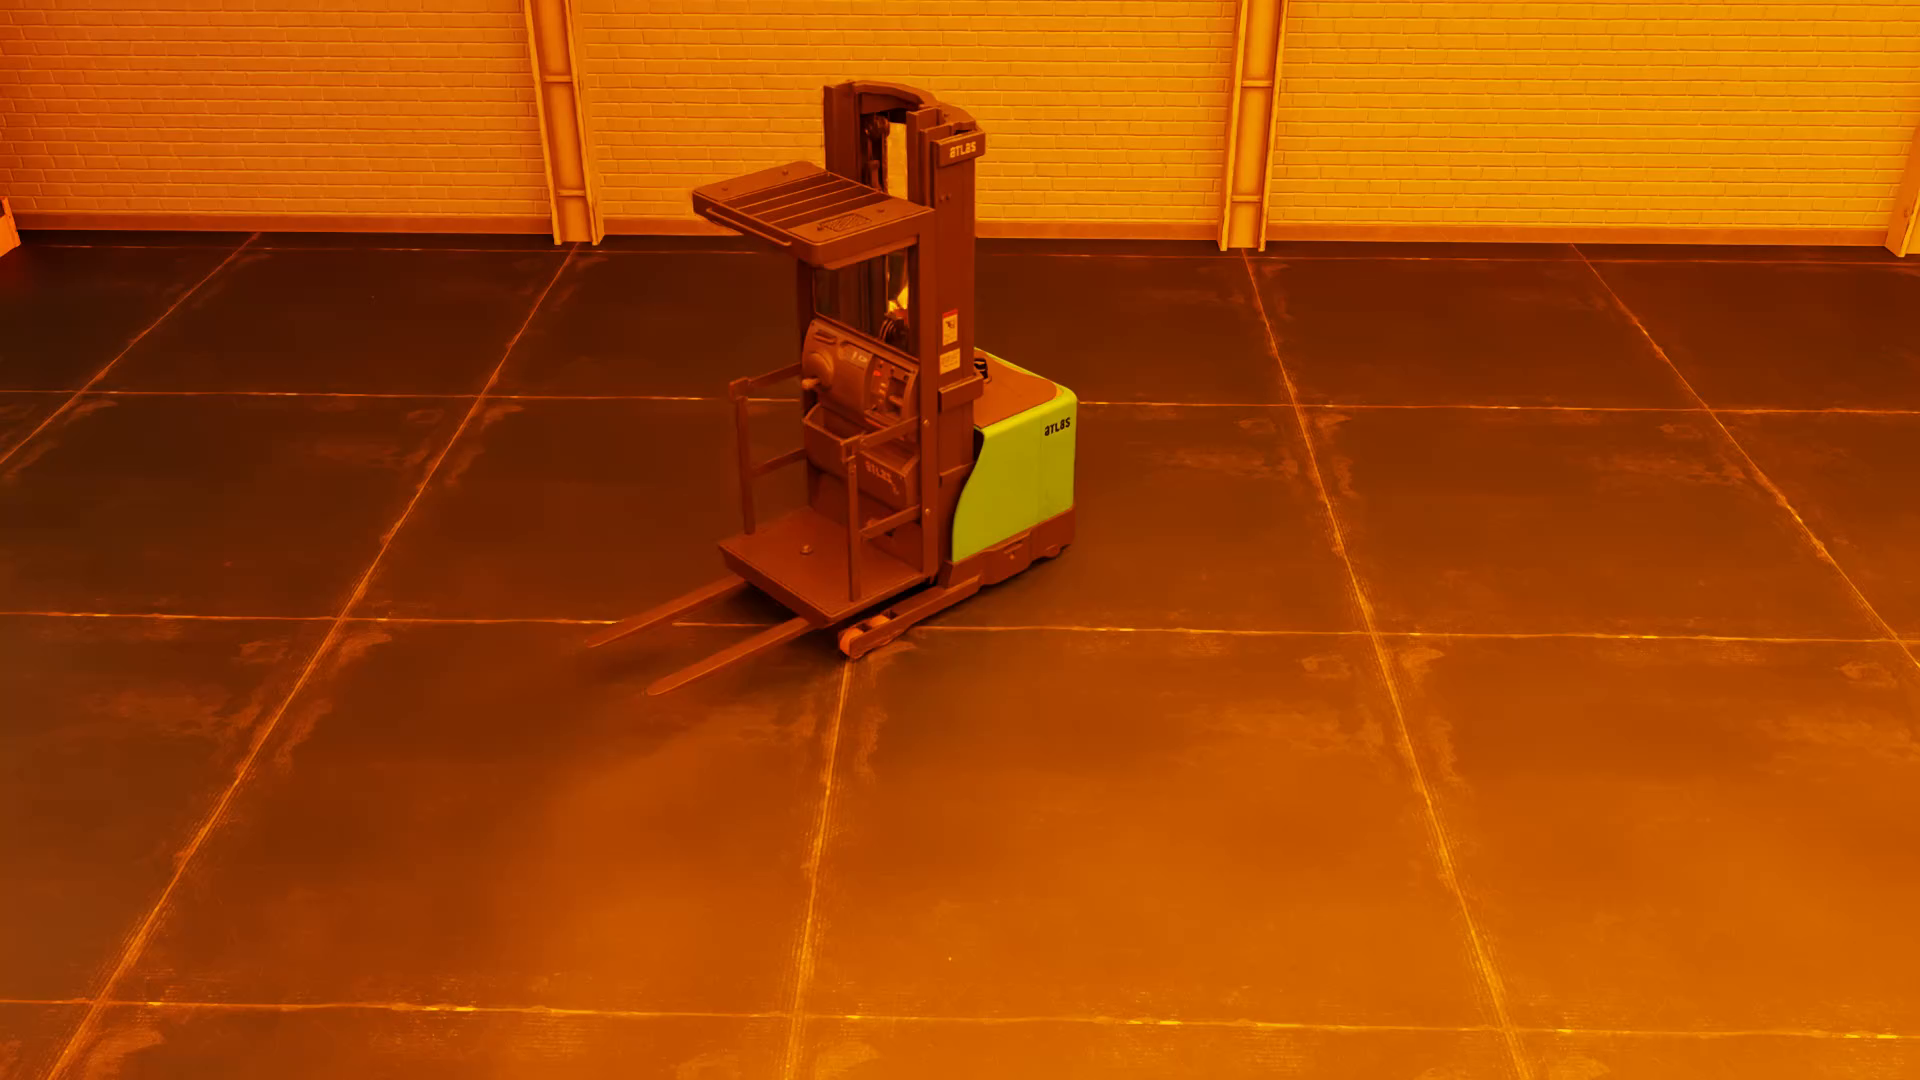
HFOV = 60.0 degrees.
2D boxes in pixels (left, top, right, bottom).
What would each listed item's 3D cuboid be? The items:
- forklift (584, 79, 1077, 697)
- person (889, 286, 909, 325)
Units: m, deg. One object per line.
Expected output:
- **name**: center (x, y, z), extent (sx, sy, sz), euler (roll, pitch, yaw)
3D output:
- **forklift**: center (-0.717, -0.896, 9.134), extent (3.031, 2.935, 1.130), euler (-25, 39, -35)
- **person**: center (-0.244, -1.042, 10.895), extent (0.949, 1.489, 1.100), euler (0, 31, 0)
